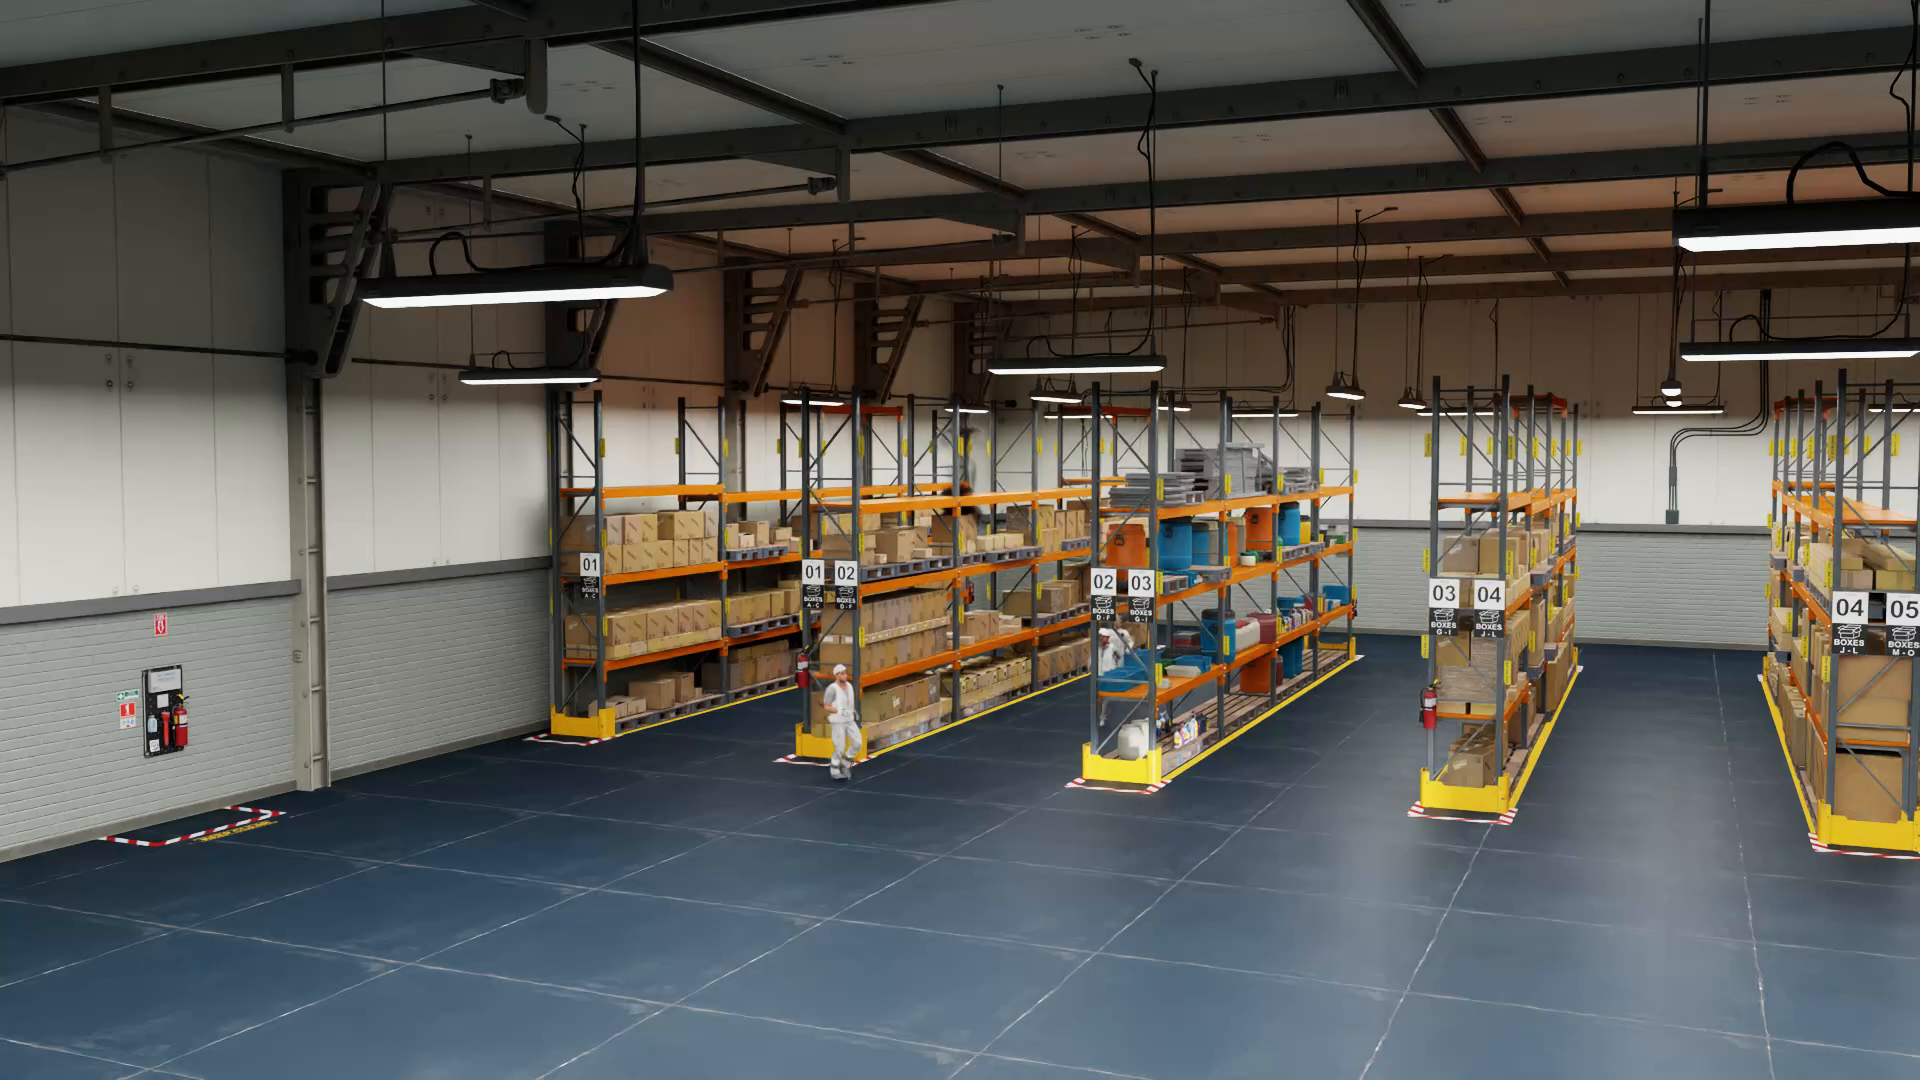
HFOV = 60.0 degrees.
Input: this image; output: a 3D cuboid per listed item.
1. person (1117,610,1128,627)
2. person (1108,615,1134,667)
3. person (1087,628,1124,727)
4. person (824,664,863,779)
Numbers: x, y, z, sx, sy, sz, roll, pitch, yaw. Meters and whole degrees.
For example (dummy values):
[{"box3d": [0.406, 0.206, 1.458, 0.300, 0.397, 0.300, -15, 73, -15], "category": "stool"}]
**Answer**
[{"box3d": [4.146, 1.777, 42.889, 0.642, 1.738, 0.705, 2, 4, 32], "category": "person"}, {"box3d": [3.168, 2.327, 33.393, 0.625, 1.654, 0.723, 1, 3, 14], "category": "person"}, {"box3d": [2.637, 2.465, 30.123, 0.654, 1.756, 0.881, 1, 3, 21], "category": "person"}, {"box3d": [-1.728, 2.736, 24.898, 0.628, 1.751, 0.640, -3, 4, -40], "category": "person"}]
